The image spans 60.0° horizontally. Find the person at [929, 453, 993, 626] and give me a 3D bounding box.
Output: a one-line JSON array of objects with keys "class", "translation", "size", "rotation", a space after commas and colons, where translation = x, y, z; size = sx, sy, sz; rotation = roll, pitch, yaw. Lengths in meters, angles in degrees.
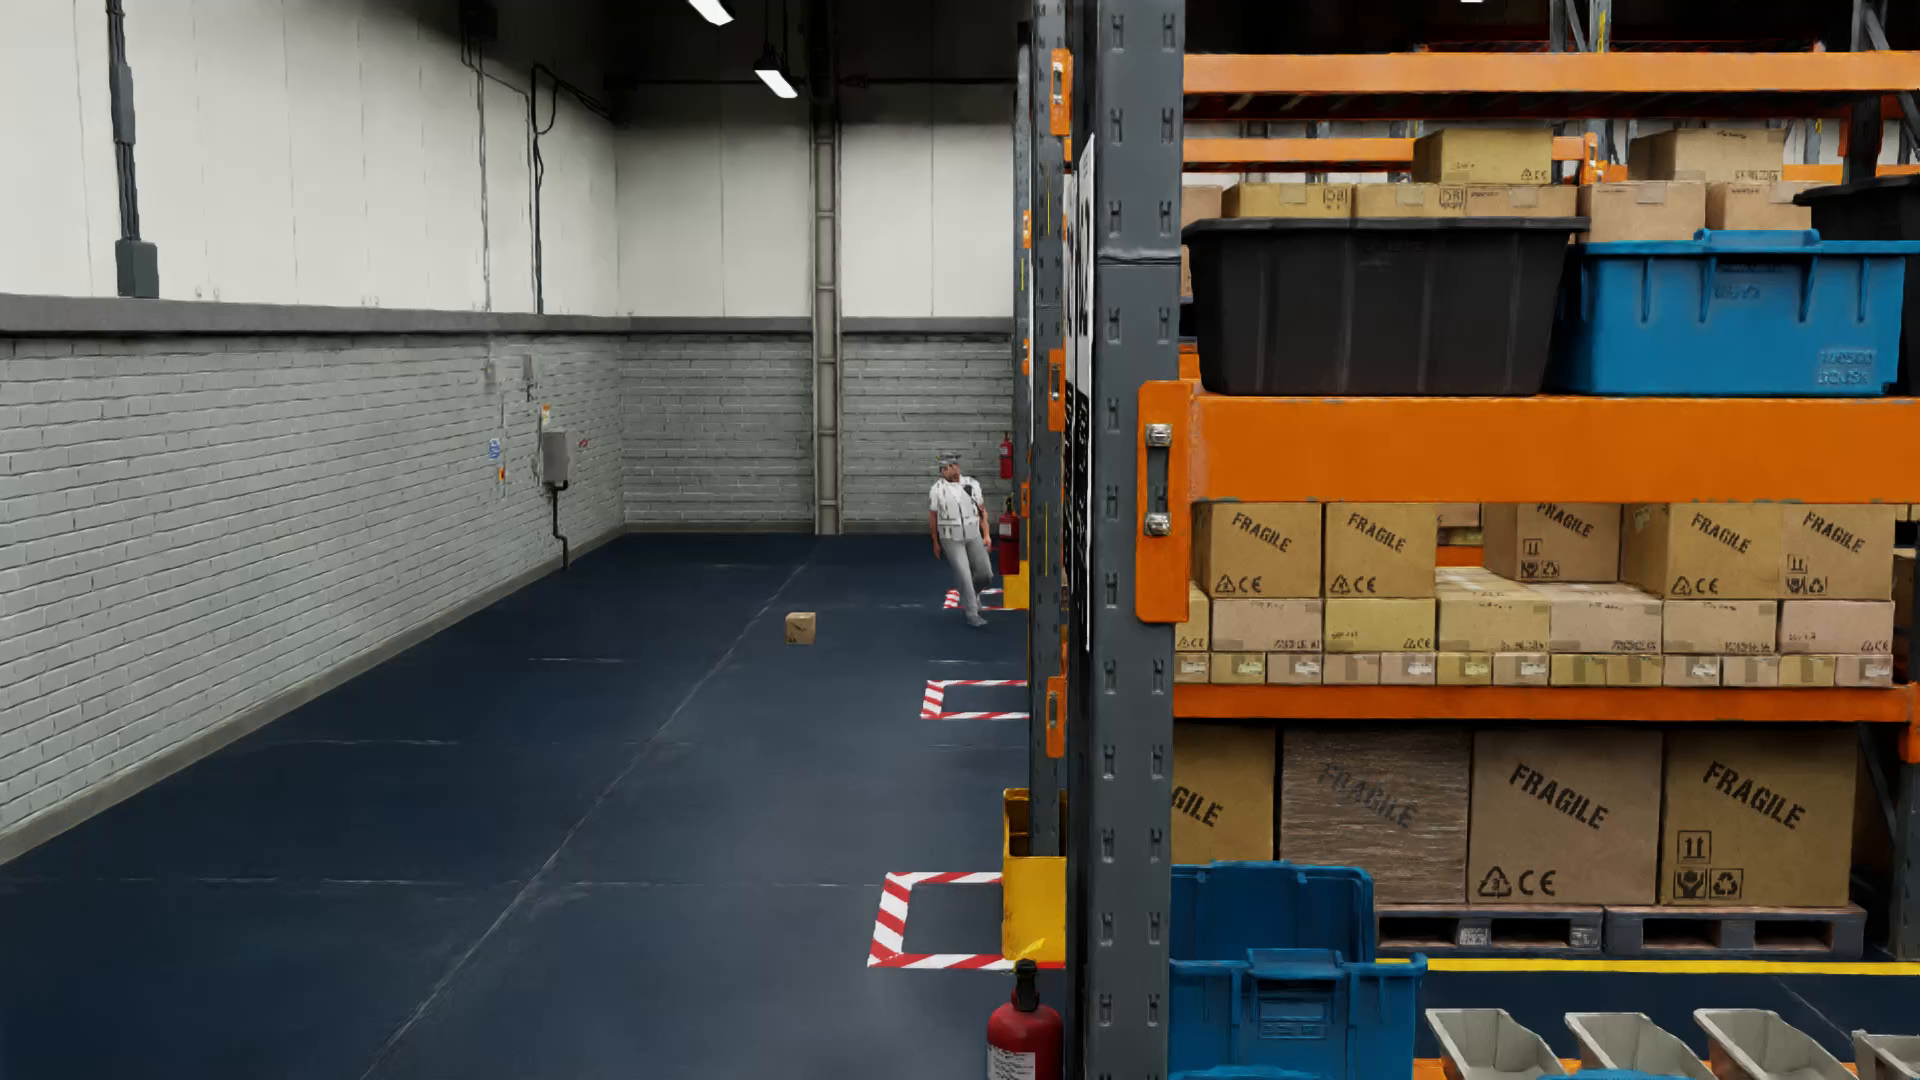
[{"class": "person", "translation": [0.011, -0.020, 16.543], "size": [0.595, 1.701, 0.668], "rotation": [-2, 7, -13]}]
